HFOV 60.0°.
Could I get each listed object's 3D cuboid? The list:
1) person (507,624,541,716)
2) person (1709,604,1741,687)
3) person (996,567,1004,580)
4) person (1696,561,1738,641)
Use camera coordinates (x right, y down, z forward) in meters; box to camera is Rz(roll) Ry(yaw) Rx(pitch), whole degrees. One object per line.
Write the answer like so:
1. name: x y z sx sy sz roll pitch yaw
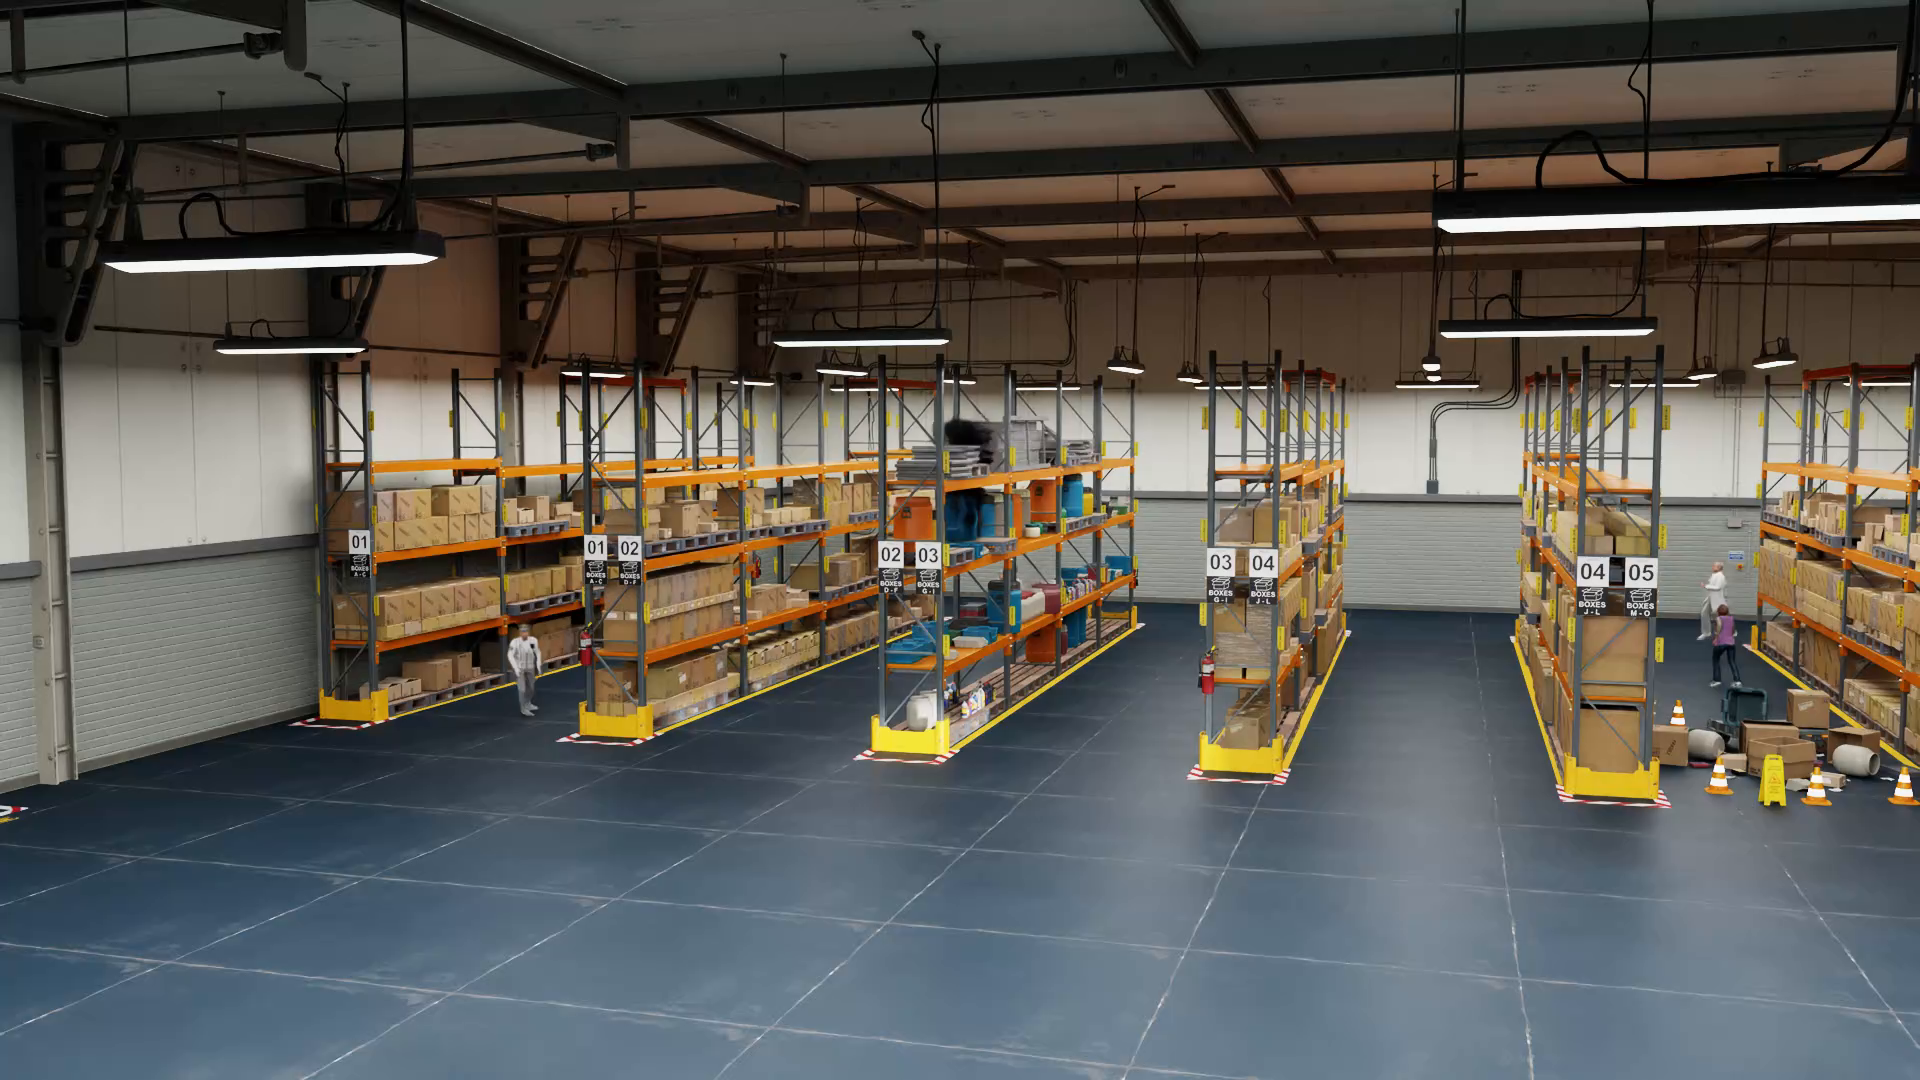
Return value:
1. person: -7.422 2.193 28.307 0.604 1.627 0.744 -3 5 -34
2. person: 14.318 1.998 31.087 0.533 1.566 0.905 0 4 -3
3. person: 0.949 1.494 36.874 0.639 1.820 0.715 2 5 28
4. person: 17.226 1.408 37.857 0.833 1.848 0.690 1 4 8
